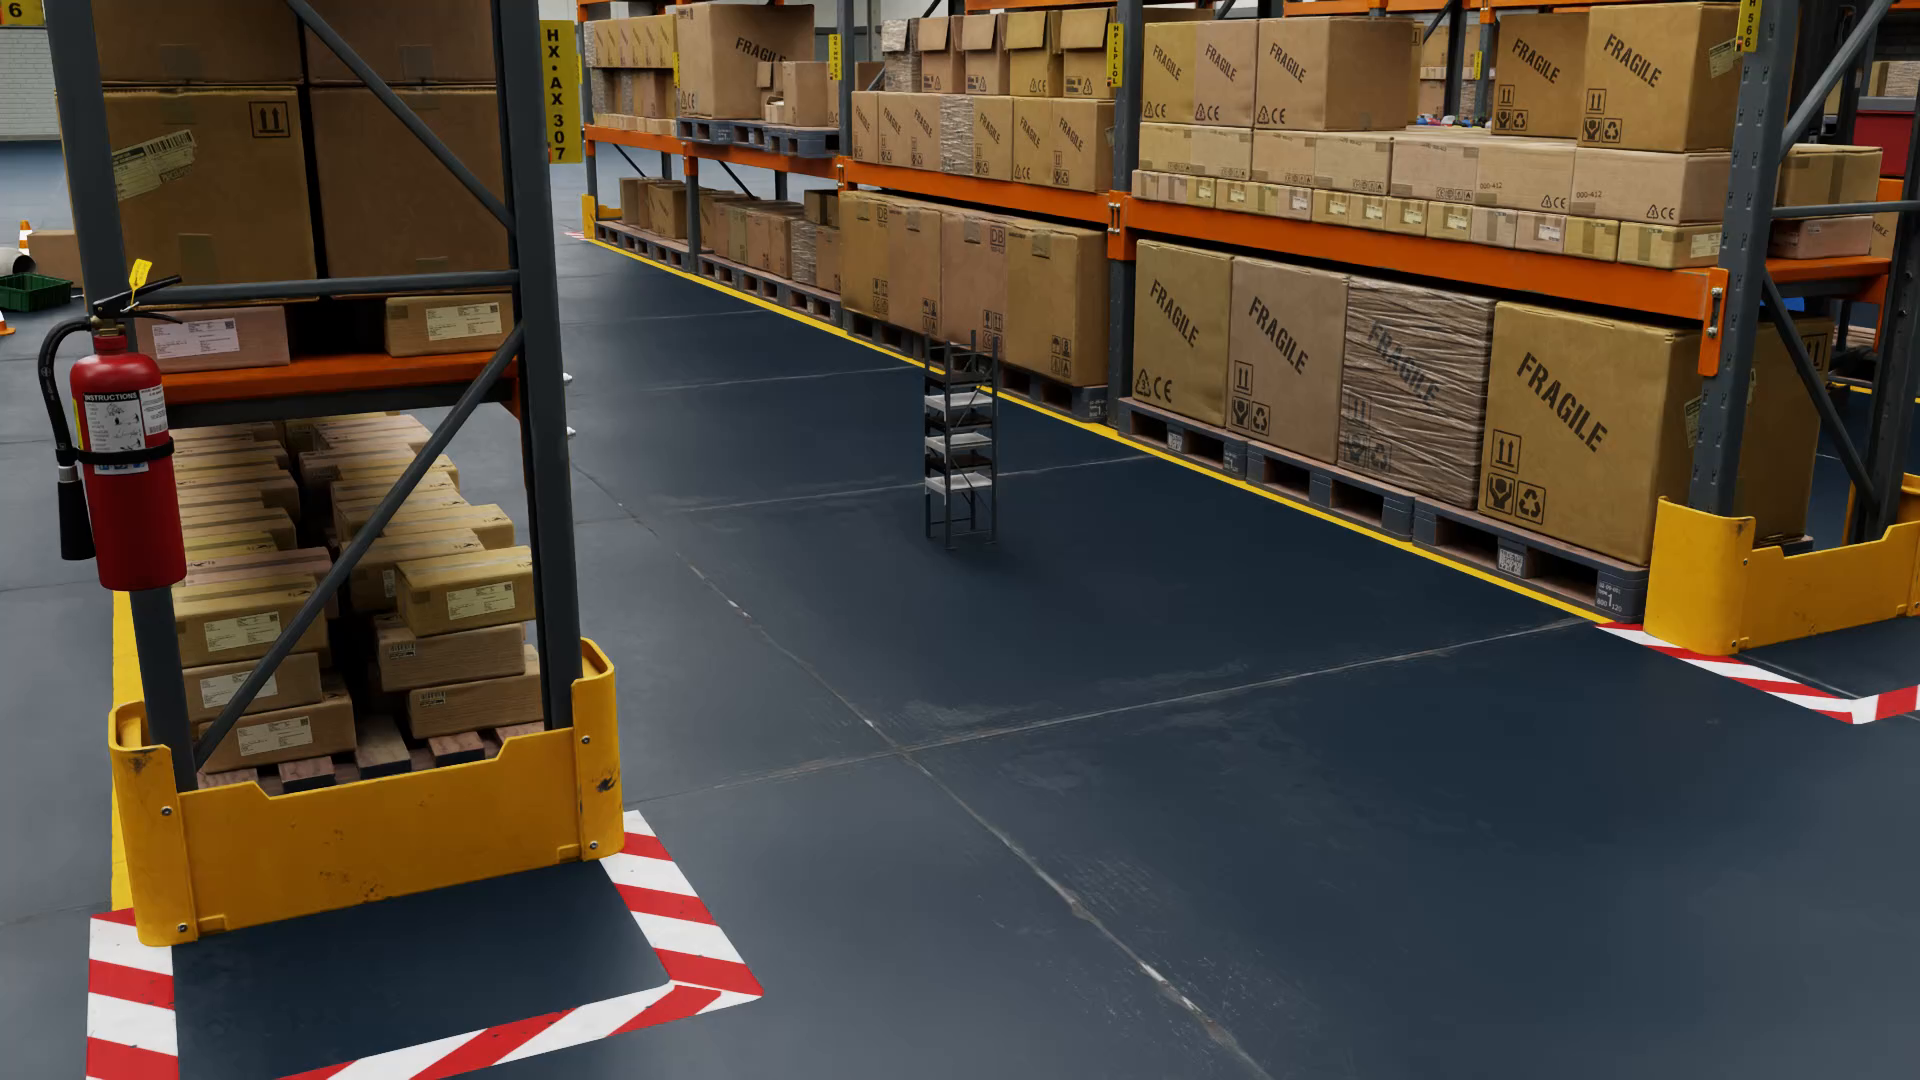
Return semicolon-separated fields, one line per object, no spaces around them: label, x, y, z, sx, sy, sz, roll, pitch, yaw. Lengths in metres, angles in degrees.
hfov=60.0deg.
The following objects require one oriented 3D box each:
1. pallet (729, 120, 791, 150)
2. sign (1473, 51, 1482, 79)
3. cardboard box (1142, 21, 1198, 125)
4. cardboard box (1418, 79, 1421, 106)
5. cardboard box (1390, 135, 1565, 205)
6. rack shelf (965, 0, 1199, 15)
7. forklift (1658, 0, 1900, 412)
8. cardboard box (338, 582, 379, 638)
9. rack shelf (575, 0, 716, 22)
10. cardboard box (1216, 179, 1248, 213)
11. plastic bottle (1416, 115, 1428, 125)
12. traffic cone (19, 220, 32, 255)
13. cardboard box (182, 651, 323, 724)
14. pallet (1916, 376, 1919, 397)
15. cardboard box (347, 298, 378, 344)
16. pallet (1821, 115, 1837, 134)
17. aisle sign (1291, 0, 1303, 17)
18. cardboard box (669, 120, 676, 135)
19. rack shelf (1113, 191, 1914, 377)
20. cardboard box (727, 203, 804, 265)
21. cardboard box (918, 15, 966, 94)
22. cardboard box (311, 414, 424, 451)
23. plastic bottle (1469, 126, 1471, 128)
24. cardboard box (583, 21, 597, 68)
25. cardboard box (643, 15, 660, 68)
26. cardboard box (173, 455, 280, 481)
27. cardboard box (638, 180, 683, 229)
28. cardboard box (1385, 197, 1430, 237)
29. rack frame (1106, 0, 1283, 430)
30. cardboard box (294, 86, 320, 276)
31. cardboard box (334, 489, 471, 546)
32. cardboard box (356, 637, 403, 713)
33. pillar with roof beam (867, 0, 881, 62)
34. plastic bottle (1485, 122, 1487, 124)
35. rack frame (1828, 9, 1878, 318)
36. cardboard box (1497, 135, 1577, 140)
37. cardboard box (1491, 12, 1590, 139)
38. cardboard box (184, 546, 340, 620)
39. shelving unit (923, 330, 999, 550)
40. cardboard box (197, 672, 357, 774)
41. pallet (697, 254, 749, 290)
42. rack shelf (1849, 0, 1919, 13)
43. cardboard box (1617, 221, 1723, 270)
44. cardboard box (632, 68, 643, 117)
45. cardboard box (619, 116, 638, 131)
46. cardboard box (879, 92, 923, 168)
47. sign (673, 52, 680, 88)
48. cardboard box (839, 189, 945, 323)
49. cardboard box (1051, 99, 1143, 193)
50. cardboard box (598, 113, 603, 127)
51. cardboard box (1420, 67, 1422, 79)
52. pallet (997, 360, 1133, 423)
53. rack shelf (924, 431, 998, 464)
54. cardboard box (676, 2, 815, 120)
pallet;-1.342;-3.524;14.439;1.003;0.211;1.213;-8;18;-25
sign;6.218;-5.705;19.978;0.100;0.325;0.005;-8;18;-25
cardboard box;1.294;-2.420;8.618;0.500;0.500;0.500;-8;18;-25
cardboard box;6.063;-5.730;21.599;0.700;0.500;0.500;-7;18;-24
cardboard box;2.171;-1.557;6.972;0.500;0.250;0.500;-8;18;-27
rack shelf;1.386;-6.312;19.675;1.077;0.370;4.000;-8;18;-25
forklift;4.672;-2.224;9.689;1.130;2.935;3.031;15;22;43
cardboard box;-1.691;0.168;5.095;0.380;0.149;0.250;-7;18;-24
rack shelf;-3.066;-5.714;17.589;1.077;0.370;4.000;-8;18;-25
cardboard box;1.493;-1.708;8.221;0.380;0.149;0.250;-8;18;-26
plastic bottle;3.940;-3.488;14.201;0.097;0.271;0.097;0;16;0
traffic cone;-9.489;-3.017;16.923;0.336;0.463;0.334;-8;18;-25
cardboard box;-1.924;0.357;4.436;0.380;0.149;0.250;-8;18;-26
pallet;6.662;-0.916;10.059;1.003;0.211;1.213;-8;18;-25
cardboard box;-1.432;-0.629;4.461;0.380;0.149;0.250;-7;17;-23
pallet;8.829;-4.074;16.358;1.213;0.211;1.003;-8;18;-25
aisle sign;4.660;-7.539;23.369;0.394;0.787;0.004;-8;18;-25
cardboard box;-2.705;-4.151;16.733;0.380;0.149;0.250;-8;18;-25
rack shelf;2.191;-1.296;7.634;1.077;0.370;4.000;-8;18;-25
cardboard box;-1.749;-2.856;15.500;0.700;0.500;0.500;-8;18;-25
cardboard box;0.151;-3.315;11.364;0.797;0.503;0.637;-7;18;-24
cardboard box;-2.290;-0.375;6.449;0.380;0.149;0.250;-9;18;-28
plastic bottle;4.201;-3.307;13.696;0.097;0.201;0.097;0;16;0
cardboard box;-3.947;-5.616;18.849;0.500;0.500;0.500;-8;18;-25
cardboard box;-2.855;-4.995;16.687;0.500;0.500;0.500;-8;18;-25
cardboard box;-2.562;-0.180;5.769;0.380;0.149;0.250;-8;18;-25
cardboard box;-3.391;-3.813;18.870;0.500;0.500;0.500;-3;16;-10
cardboard box;2.052;-1.391;7.116;0.380;0.149;0.250;-8;18;-25
rack frame;1.314;-2.138;9.263;1.000;3.000;0.127;-8;18;-25
cardboard box;-1.642;-1.037;4.707;0.500;0.500;0.500;-8;18;-25
cardboard box;-1.767;-0.044;5.293;0.380;0.149;0.250;-9;18;-28
cardboard box;-1.566;0.373;4.920;0.380;0.149;0.250;-8;18;-25
pillar with roof beam;-6.513;-16.642;48.930;9.100;9.000;0.400;-8;18;-25
plastic bottle;4.609;-3.553;14.555;0.097;0.201;0.097;0;16;0
rack frame;5.767;-2.737;11.349;1.000;3.000;0.127;-8;18;-25
cardboard box;2.649;-1.622;7.197;0.500;0.250;0.500;-8;18;-27
cardboard box;2.648;-1.981;7.089;0.500;0.500;0.500;-8;18;-26
cardboard box;-1.954;0.141;4.651;0.380;0.149;0.250;-7;18;-24
shelving unit;0.004;-0.431;7.120;0.258;0.900;0.210;-8;18;-25
cardboard box;-1.854;0.491;4.508;0.380;0.149;0.250;-7;18;-24
pallet;-1.848;-2.588;15.888;1.003;0.211;1.213;-8;18;-25
rack shelf;12.044;-6.517;20.390;1.077;0.370;4.000;-8;18;-25
cardboard box;2.615;-1.074;6.010;0.380;0.149;0.250;-7;18;-24
cardboard box;-3.011;-4.801;17.821;0.875;0.500;0.500;-8;18;-25
cardboard box;-3.462;-4.510;17.983;0.380;0.149;0.250;-8;18;-25
cardboard box;-0.242;-2.897;11.726;0.500;0.500;0.500;-8;18;-26
sign;-2.675;-4.470;15.821;0.100;0.325;0.005;-8;18;-25
cardboard box;-0.154;-2.137;12.349;1.225;0.875;0.875;-9;18;-27
cardboard box;0.864;-2.269;9.538;0.500;0.500;0.500;-8;18;-25
cardboard box;-3.940;-4.829;19.096;0.380;0.149;0.250;-8;18;-25
cardboard box;5.961;-5.972;21.265;0.380;0.149;0.250;-8;18;-25
pallet;0.909;-0.980;10.283;1.003;0.211;1.213;-8;18;-25
rack shelf;0.004;-0.398;7.129;0.258;0.077;0.200;-8;18;-25
cardboard box;-1.968;-4.398;15.289;1.000;1.000;1.000;-8;18;-25
